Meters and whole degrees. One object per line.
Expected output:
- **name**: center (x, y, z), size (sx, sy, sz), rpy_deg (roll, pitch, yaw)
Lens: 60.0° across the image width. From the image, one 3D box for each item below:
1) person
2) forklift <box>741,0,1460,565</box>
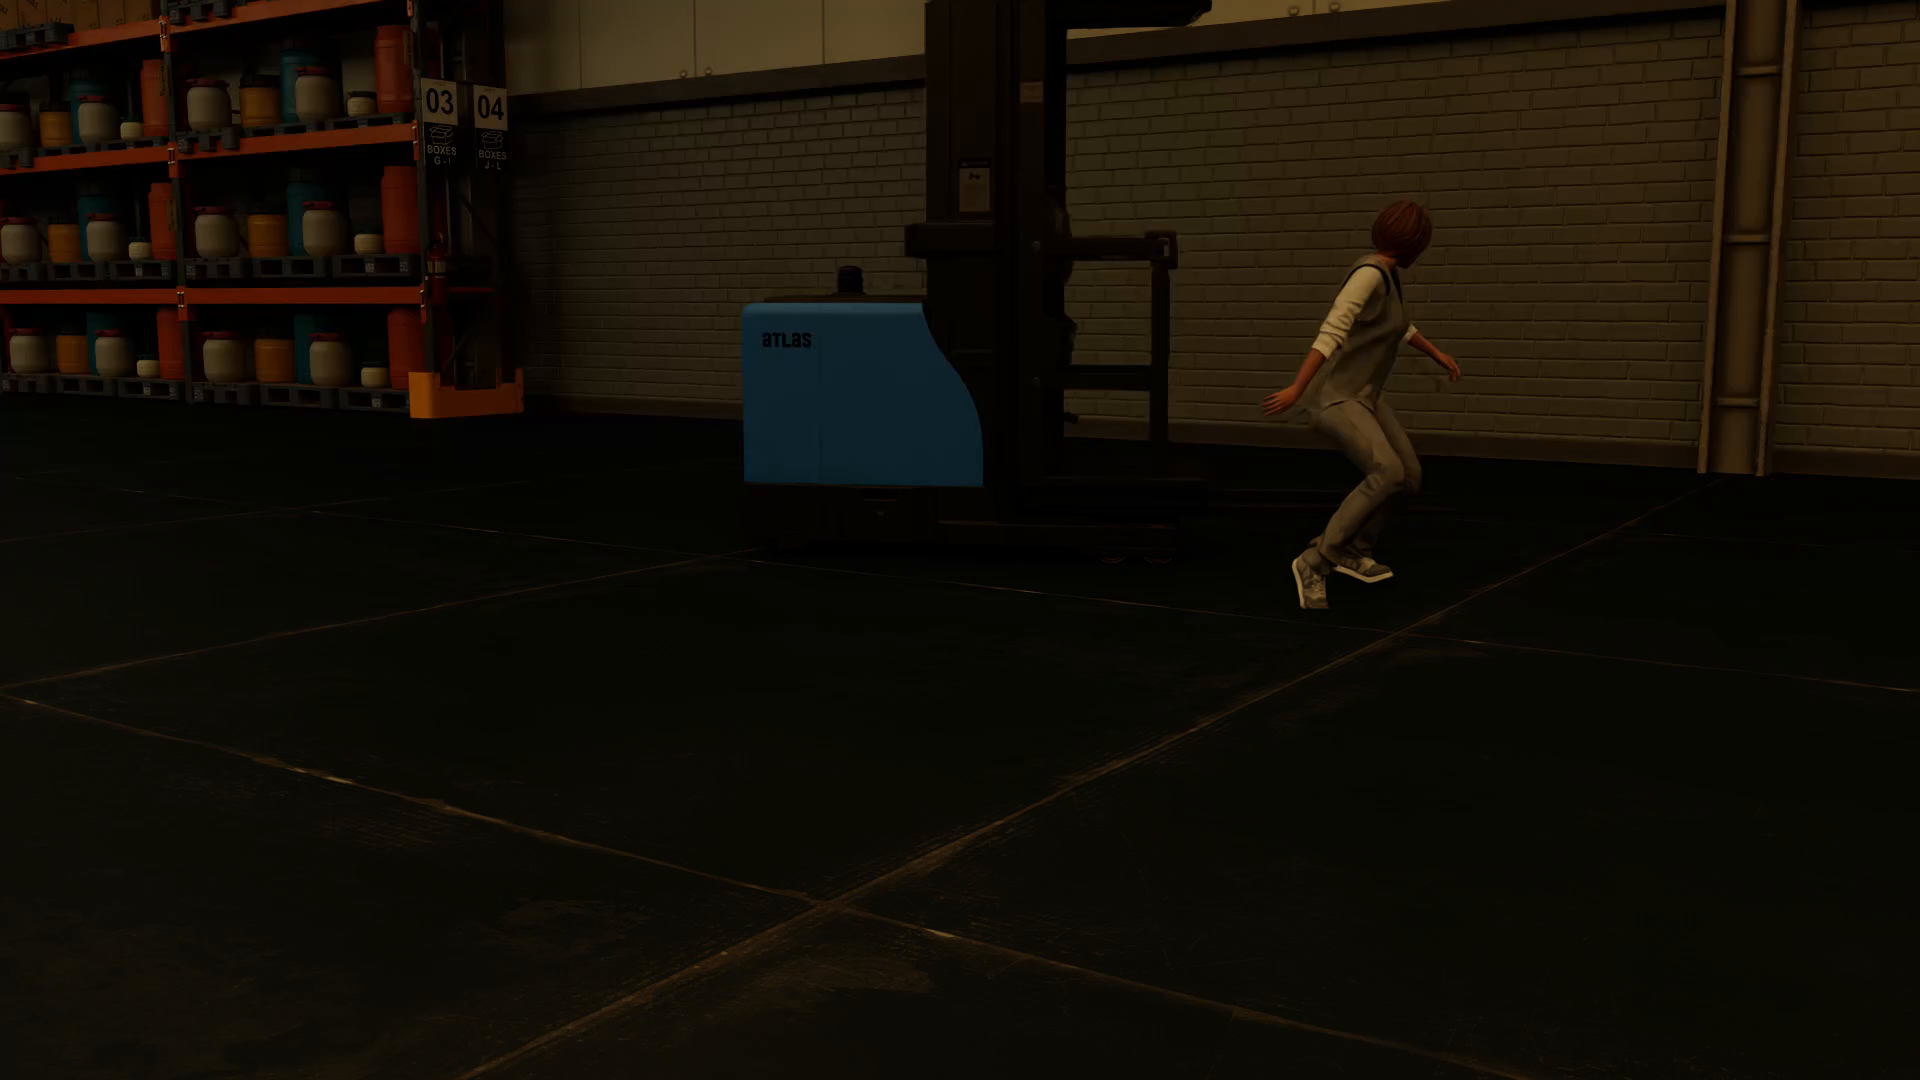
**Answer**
- **person**: center (1.455, -0.466, 6.010), size (0.492, 1.497, 0.875), rpy_deg (5, 9, 31)
- **forklift**: center (0.616, -1.428, 7.232), size (3.031, 2.935, 1.130), rpy_deg (1, 8, 8)
